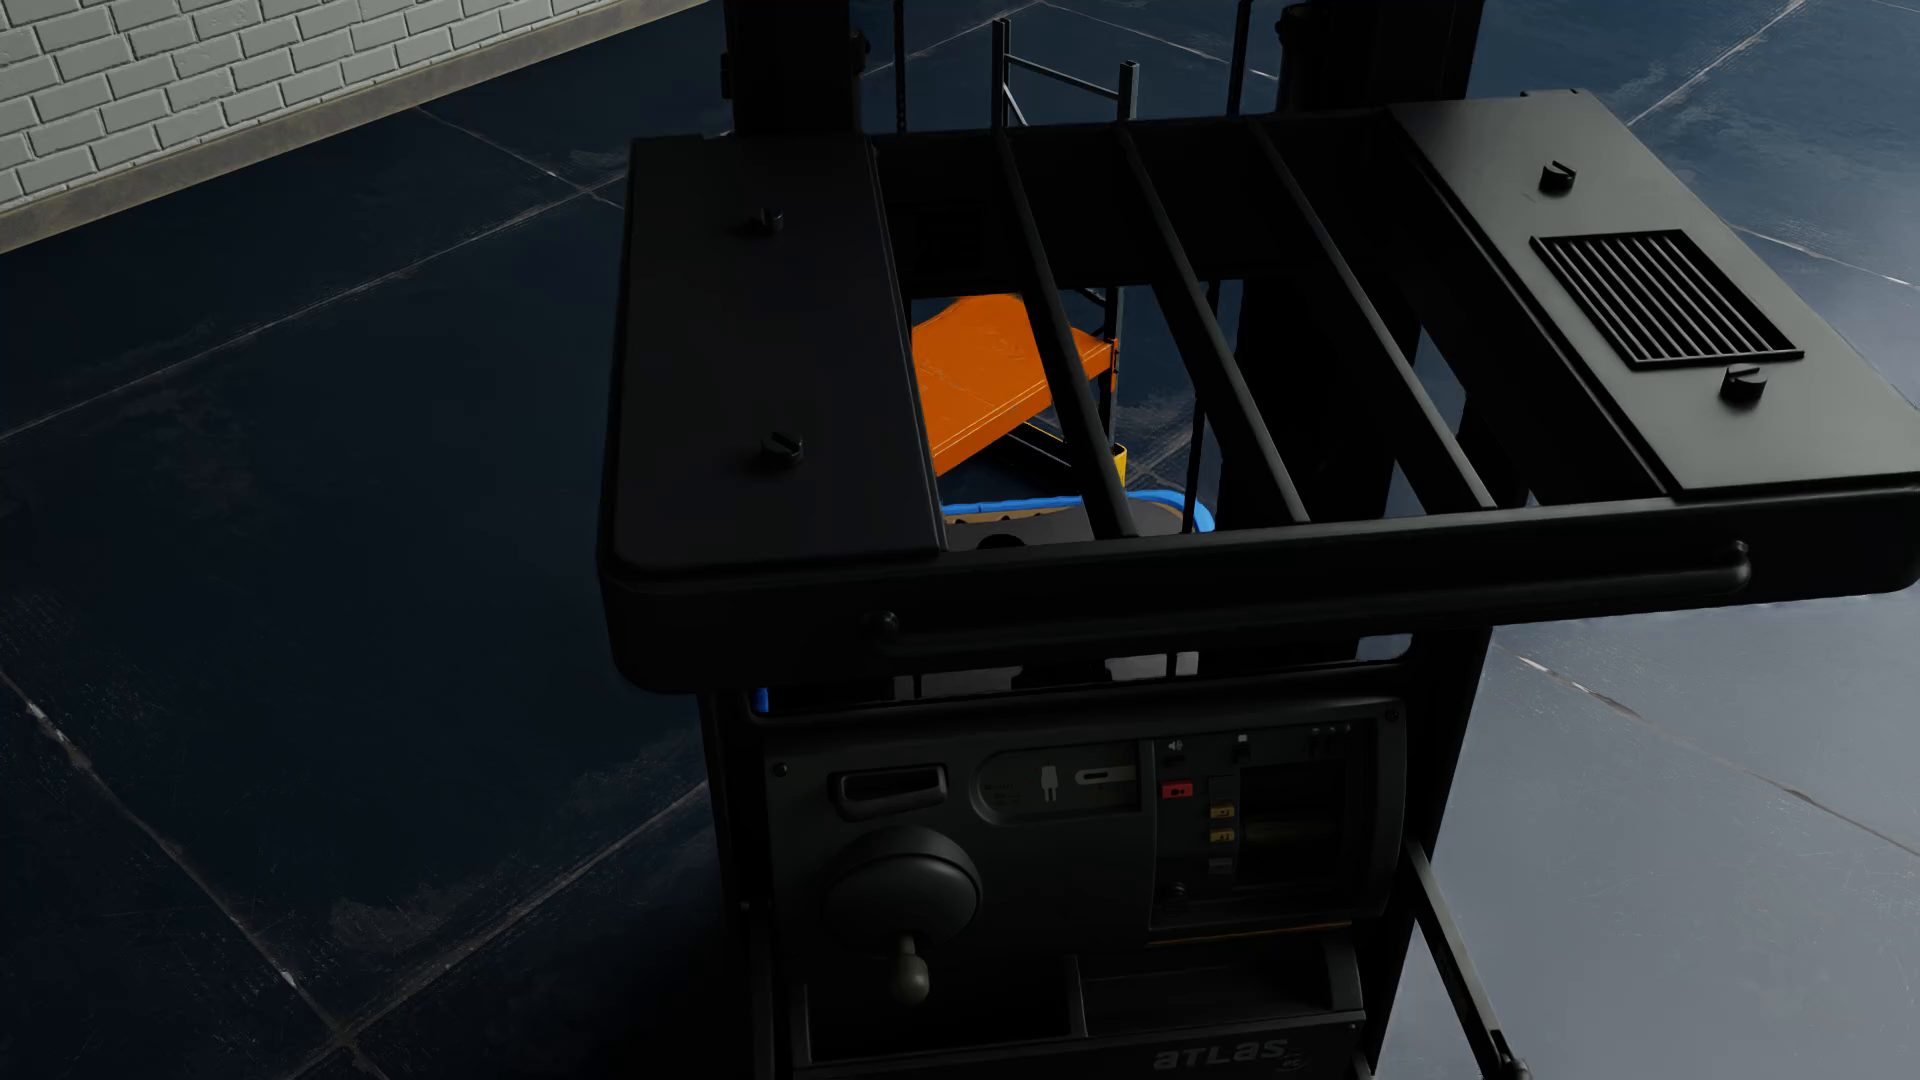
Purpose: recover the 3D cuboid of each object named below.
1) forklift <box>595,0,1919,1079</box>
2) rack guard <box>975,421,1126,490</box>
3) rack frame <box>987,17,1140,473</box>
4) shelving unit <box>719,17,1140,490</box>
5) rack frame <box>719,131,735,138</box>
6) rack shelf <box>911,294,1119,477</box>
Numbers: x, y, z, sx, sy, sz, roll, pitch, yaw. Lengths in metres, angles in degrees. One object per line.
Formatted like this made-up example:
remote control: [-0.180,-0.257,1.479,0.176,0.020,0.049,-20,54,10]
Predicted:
forklift: [0.218,0.516,2.246,1.130,2.935,3.031,-4,39,-5]
rack guard: [0.285,-0.292,5.416,0.587,0.250,0.087,30,47,32]
rack frame: [0.285,-0.781,5.028,0.500,1.500,0.032,30,47,32]
shelving unit: [-0.051,-0.552,4.739,0.587,1.500,1.083,30,47,32]
rack frame: [-0.401,-0.314,4.440,0.500,1.500,0.032,30,47,32]
rack shelf: [-0.058,-0.407,4.846,0.538,0.185,1.000,30,47,32]
